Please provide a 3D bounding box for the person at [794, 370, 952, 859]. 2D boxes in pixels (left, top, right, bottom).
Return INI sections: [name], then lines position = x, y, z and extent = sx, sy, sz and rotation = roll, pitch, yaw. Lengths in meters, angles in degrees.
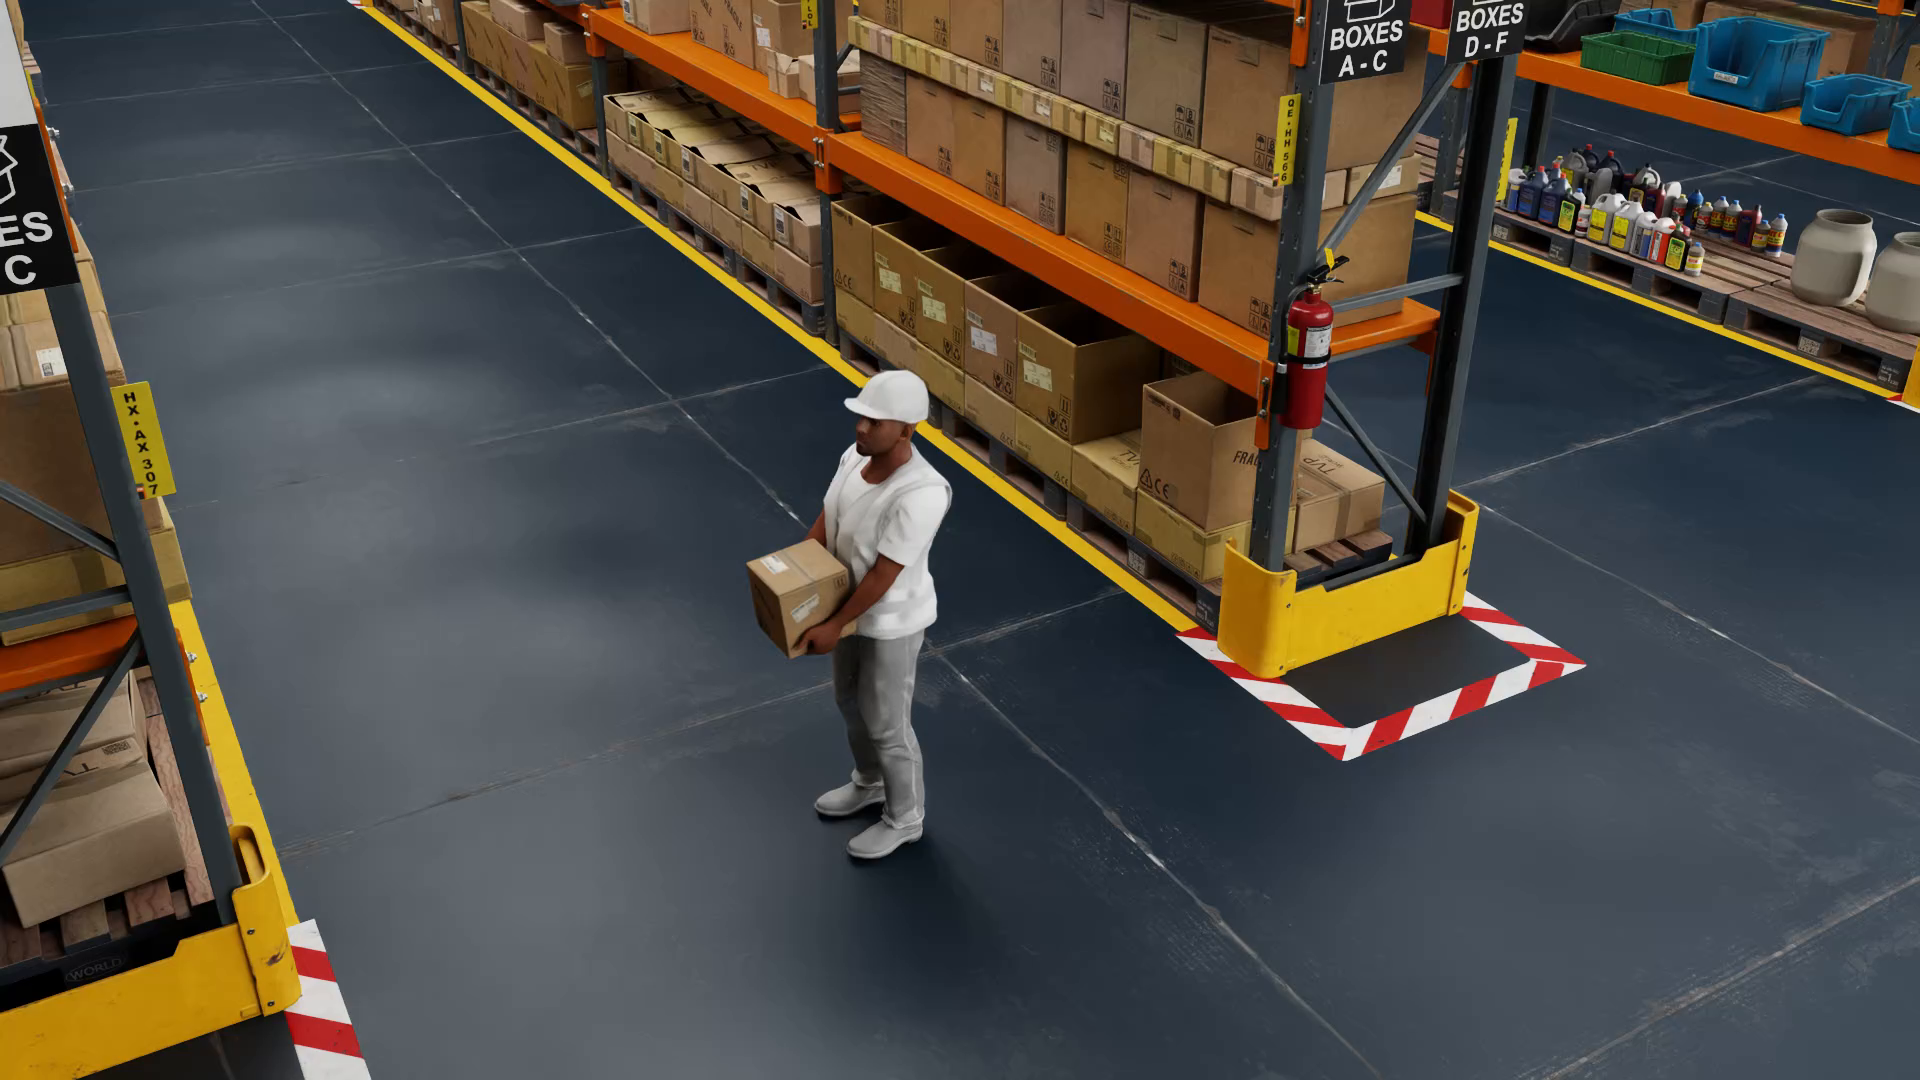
[person]
position = -0.353, 0.277, 5.600
extent = 0.576, 1.765, 0.507
rotation = -16, 33, -26
